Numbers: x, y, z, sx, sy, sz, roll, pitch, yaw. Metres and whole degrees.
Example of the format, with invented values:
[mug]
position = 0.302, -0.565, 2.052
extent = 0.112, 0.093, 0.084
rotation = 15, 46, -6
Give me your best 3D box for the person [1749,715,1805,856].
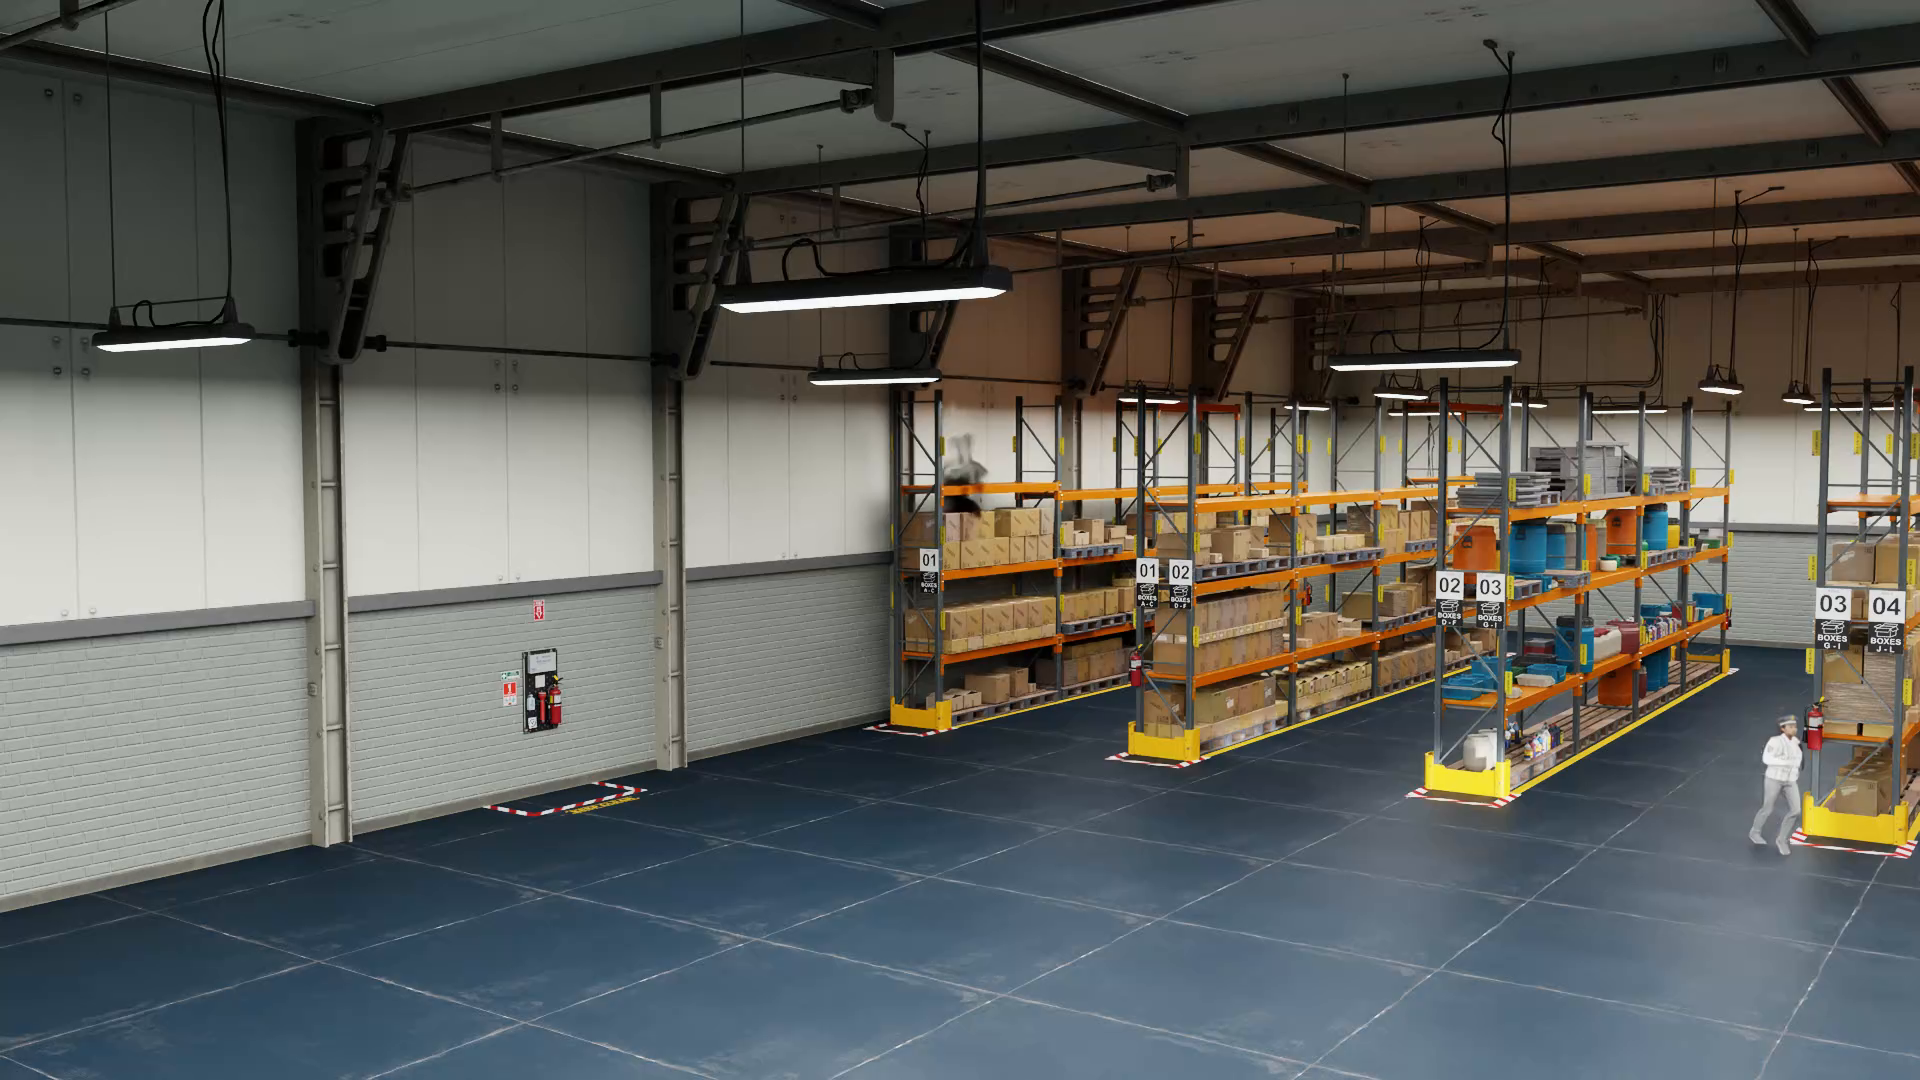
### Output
[person]
position = 10.170, 3.012, 20.561
extent = 0.605, 1.743, 0.713
rotation = -1, 3, -10
